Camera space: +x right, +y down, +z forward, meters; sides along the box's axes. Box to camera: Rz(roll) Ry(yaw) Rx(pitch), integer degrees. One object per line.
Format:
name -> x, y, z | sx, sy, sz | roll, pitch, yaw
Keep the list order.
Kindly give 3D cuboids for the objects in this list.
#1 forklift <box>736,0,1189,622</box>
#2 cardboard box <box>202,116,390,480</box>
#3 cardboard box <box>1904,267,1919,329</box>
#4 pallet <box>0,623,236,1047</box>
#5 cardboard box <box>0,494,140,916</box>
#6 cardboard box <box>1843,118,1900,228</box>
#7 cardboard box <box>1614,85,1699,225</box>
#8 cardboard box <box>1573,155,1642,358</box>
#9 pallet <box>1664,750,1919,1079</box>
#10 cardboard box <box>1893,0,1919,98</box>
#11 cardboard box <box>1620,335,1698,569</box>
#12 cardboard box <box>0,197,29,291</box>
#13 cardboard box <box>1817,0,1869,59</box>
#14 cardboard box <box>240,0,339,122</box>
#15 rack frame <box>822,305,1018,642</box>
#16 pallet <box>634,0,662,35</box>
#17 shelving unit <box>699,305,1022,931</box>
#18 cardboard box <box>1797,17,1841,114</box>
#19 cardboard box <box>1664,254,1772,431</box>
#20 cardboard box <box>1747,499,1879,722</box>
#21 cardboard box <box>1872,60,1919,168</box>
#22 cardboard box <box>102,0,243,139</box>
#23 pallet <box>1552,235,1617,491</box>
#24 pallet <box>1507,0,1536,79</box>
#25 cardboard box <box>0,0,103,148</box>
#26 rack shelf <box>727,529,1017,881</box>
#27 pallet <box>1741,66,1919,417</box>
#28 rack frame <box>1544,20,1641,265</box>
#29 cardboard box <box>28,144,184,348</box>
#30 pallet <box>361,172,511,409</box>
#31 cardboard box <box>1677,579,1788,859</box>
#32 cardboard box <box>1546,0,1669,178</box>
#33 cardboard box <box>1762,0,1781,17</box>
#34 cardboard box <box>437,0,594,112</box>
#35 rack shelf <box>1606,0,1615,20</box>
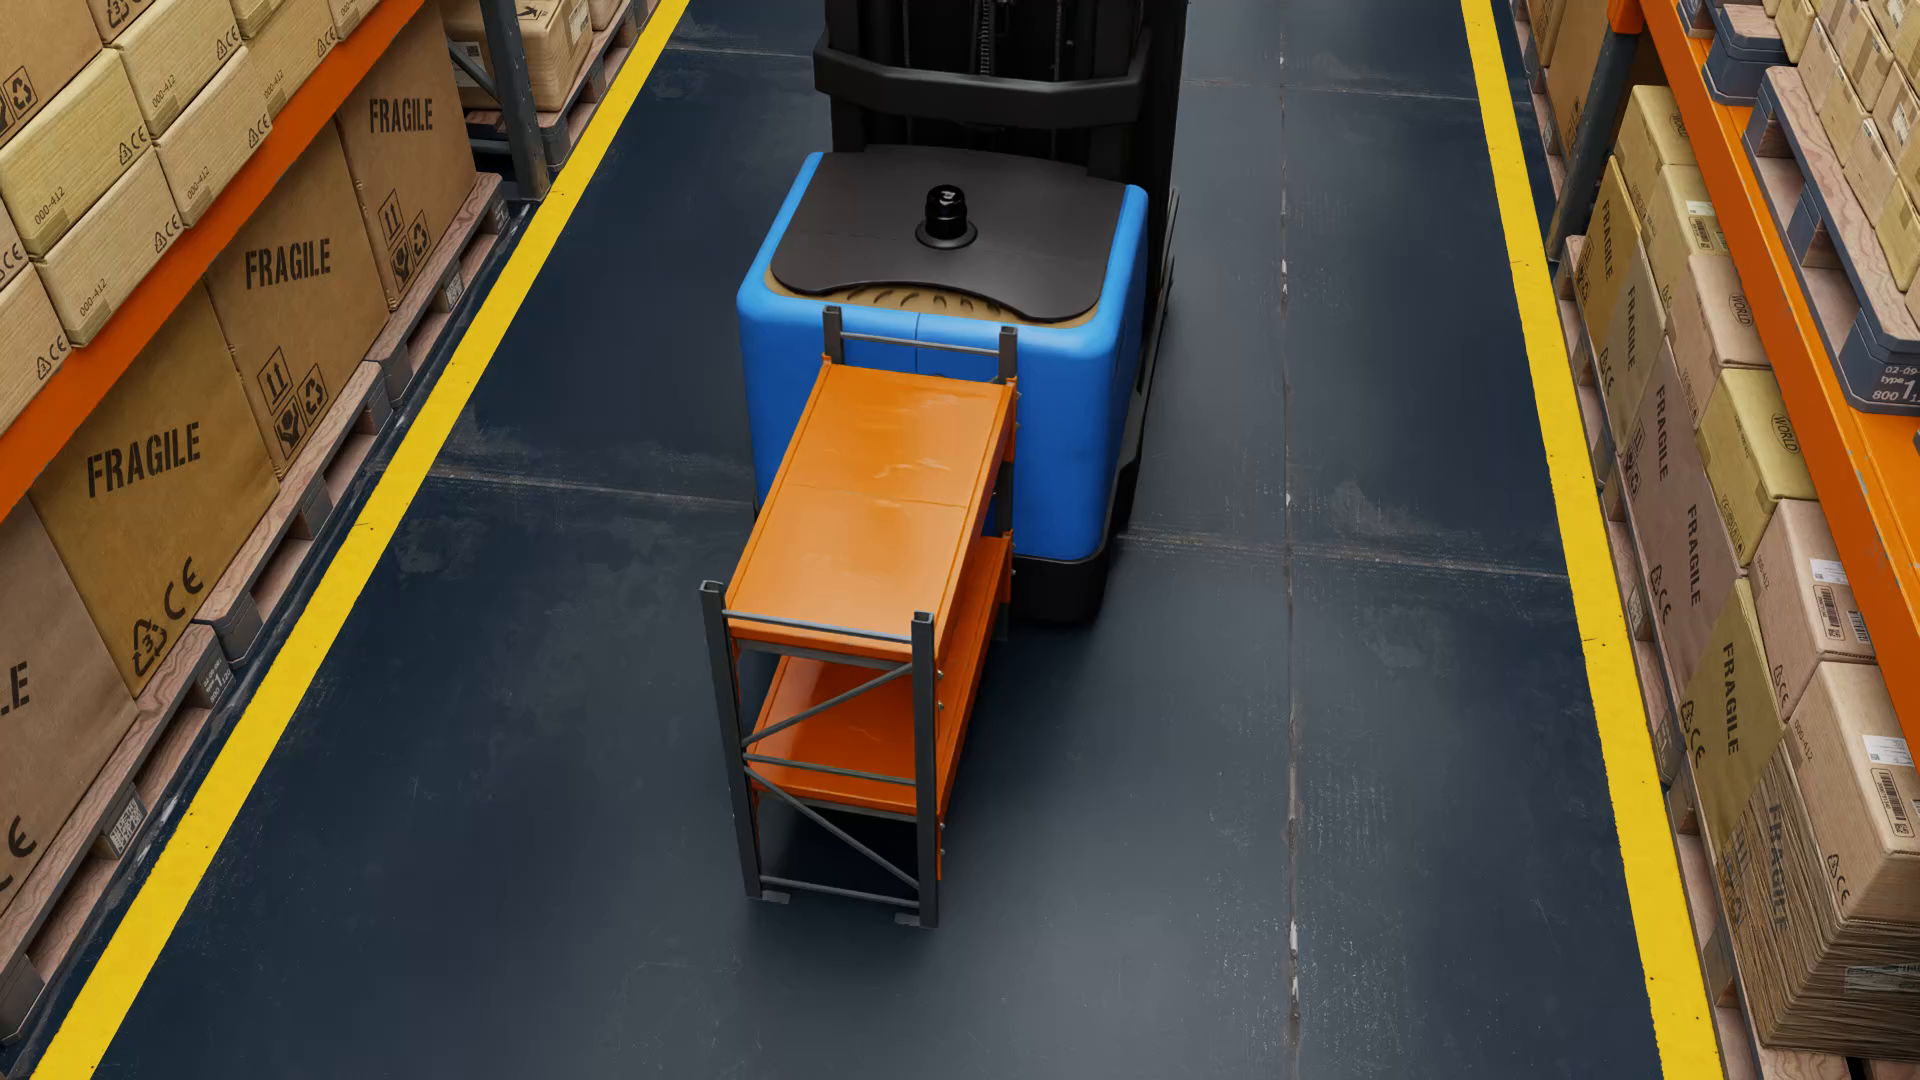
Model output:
forklift -> 0.181, -1.849, 5.071 | 1.130, 2.935, 3.031 | 8, 44, 8
cardboard box -> -2.460, -0.834, 5.189 | 0.875, 0.875, 0.875 | 6, 44, 6
cardboard box -> 2.216, -0.474, 3.446 | 0.380, 0.149, 0.250 | 4, 44, 4
pallet -> -2.666, 0.683, 4.376 | 1.003, 0.211, 1.213 | 5, 44, 6
cardboard box -> -2.691, 0.392, 3.894 | 0.875, 0.875, 0.875 | 6, 44, 7
cardboard box -> 2.287, -0.836, 3.828 | 0.380, 0.149, 0.250 | 4, 44, 4
cardboard box -> 2.424, -1.211, 5.315 | 0.500, 0.250, 0.500 | 3, 44, 4
cardboard box -> 2.409, -0.928, 5.561 | 0.500, 0.500, 0.500 | 4, 44, 4
pallet -> 2.328, 1.066, 3.971 | 1.003, 0.211, 1.213 | 5, 44, 6
cardboard box -> 2.293, -1.057, 3.629 | 0.380, 0.149, 0.250 | 5, 44, 5
cardboard box -> 2.283, -0.235, 4.829 | 0.500, 0.500, 0.500 | 4, 44, 4
cardboard box -> -2.315, -0.556, 3.401 | 0.500, 0.250, 0.500 | 6, 44, 6
cardboard box -> 2.360, -1.291, 4.093 | 0.380, 0.149, 0.250 | 5, 44, 6
cardboard box -> -2.109, -1.409, 4.666 | 0.500, 0.250, 0.500 | 5, 44, 5
rack frame -> -0.102, -0.149, 4.589 | 0.500, 1.125, 0.032 | 8, 44, 8
pallet -> -1.896, -2.872, 8.130 | 1.003, 0.211, 1.213 | 5, 44, 6
shelving unit -> -0.202, 0.194, 4.227 | 0.538, 1.125, 1.048 | 8, 44, 8
cardboard box -> 2.358, -1.184, 4.197 | 0.380, 0.149, 0.250 | 7, 44, 7
cardboard box -> 2.279, -0.530, 4.595 | 0.500, 0.250, 0.500 | 6, 44, 6
cardboard box -> 2.156, 0.187, 3.838 | 0.500, 0.250, 0.500 | 7, 44, 7
cardboard box -> 2.292, -0.938, 3.720 | 0.380, 0.149, 0.250 | 7, 44, 7
cardboard box -> -2.157, -1.243, 4.126 | 0.500, 0.250, 0.500 | 4, 44, 4
pallet -> 2.651, -0.597, 5.727 | 1.003, 0.211, 1.213 | 5, 44, 6
pallet -> 3.098, -2.489, 7.725 | 1.003, 0.211, 1.213 | 5, 44, 6
cardboard box -> -2.242, -1.161, 3.495 | 0.500, 0.500, 0.500 | 4, 44, 4
rack shelf -> -0.202, 0.371, 4.395 | 0.538, 0.278, 1.000 | 8, 44, 8
pallet -> 2.534, -0.720, 3.968 | 1.003, 0.211, 1.213 | 5, 44, 6
rack frame -> 2.755, -2.142, 5.331 | 1.000, 3.000, 0.127 | 5, 44, 6
cardboard box -> -2.223, -0.719, 3.937 | 0.500, 0.250, 0.500 | 5, 44, 5
pallet -> -2.343, -0.980, 6.132 | 1.003, 0.211, 1.213 | 5, 44, 6
cardboard box -> 2.143, 0.462, 4.093 | 0.500, 0.500, 0.500 | 4, 44, 5
cardboard box -> 2.925, -1.885, 6.390 | 1.050, 0.750, 0.750 | 5, 44, 5
cardboard box -> 2.425, -1.550, 4.583 | 0.380, 0.149, 0.250 | 7, 44, 8
cardboard box -> -2.080, -2.106, 6.898 | 0.950, 0.372, 0.625 | 3, 43, 3
rack shelf -> 3.020, -3.244, 7.018 | 1.077, 0.370, 4.000 | 5, 44, 6
